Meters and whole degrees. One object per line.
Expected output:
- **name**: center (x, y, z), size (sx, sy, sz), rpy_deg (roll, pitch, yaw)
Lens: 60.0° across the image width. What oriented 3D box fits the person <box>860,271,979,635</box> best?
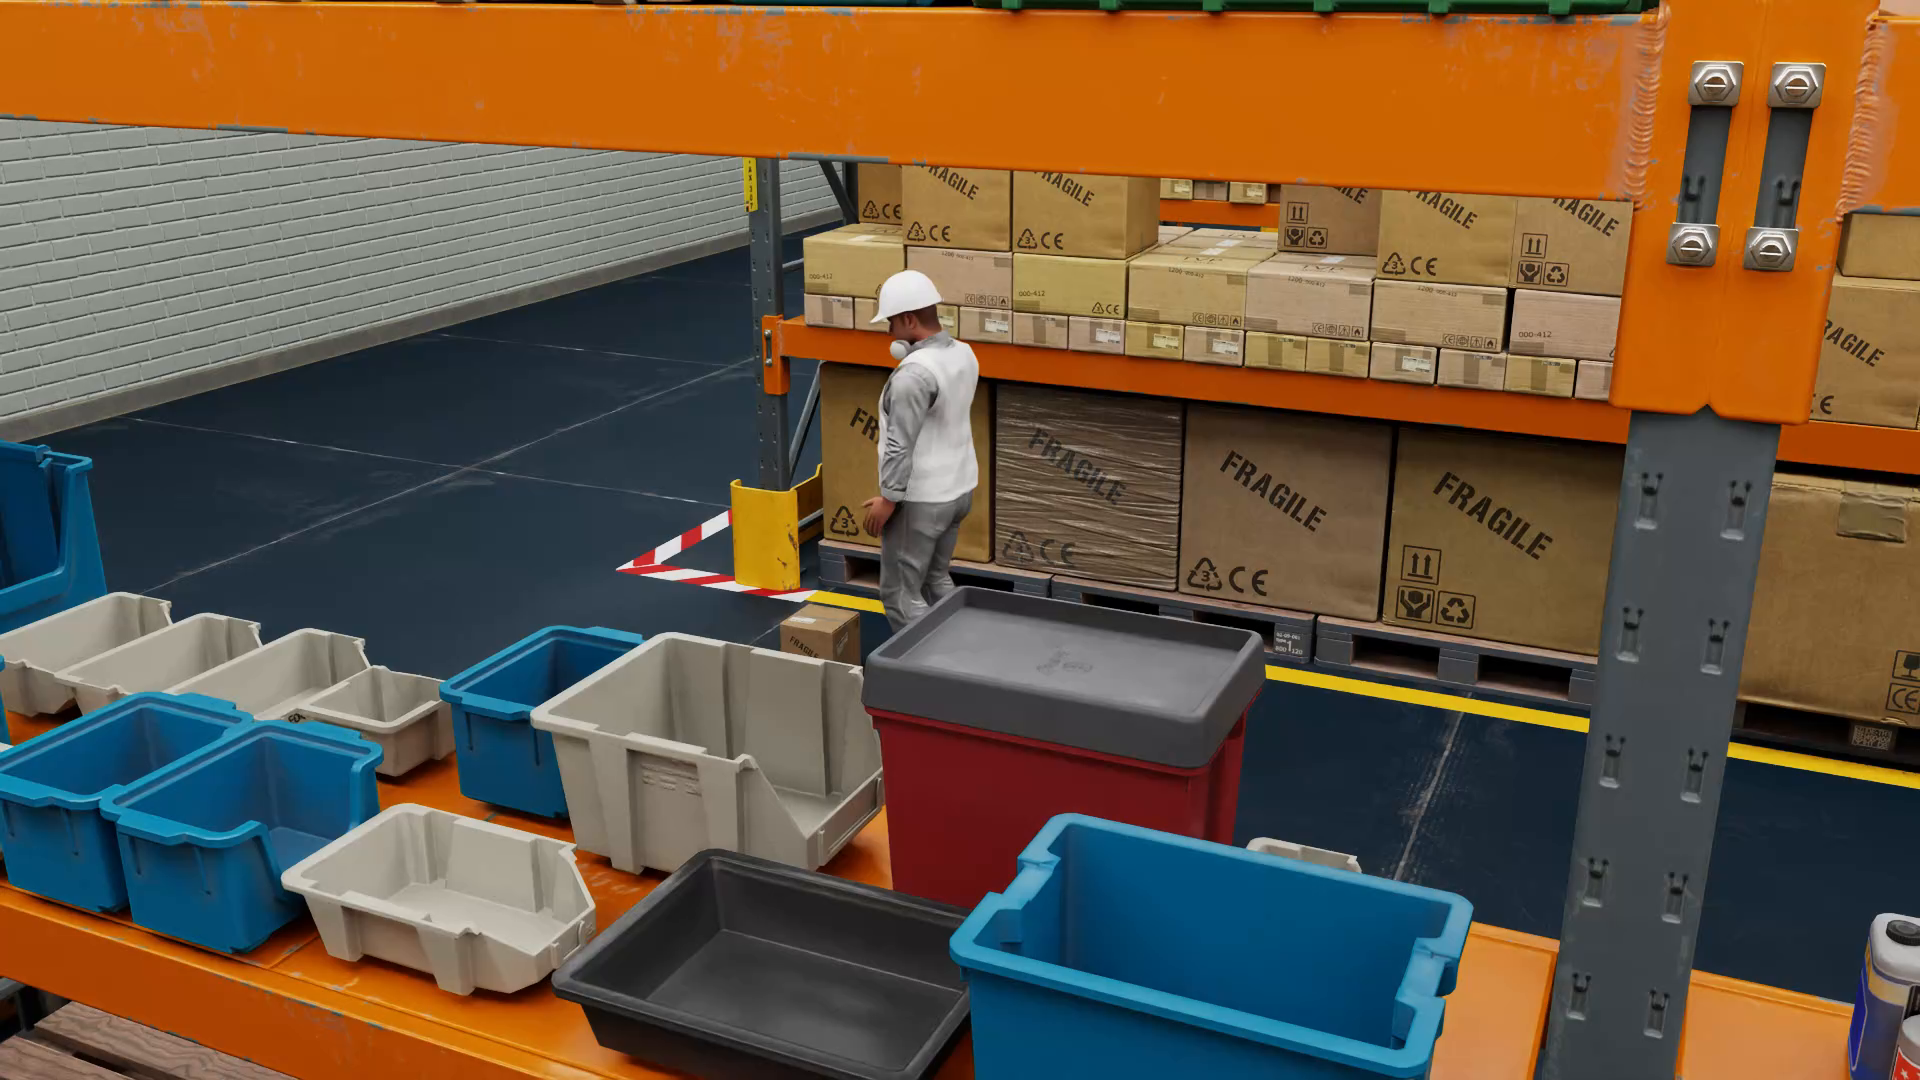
- **person**: center (-0.157, -0.188, 6.617), size (0.400, 1.753, 0.543), rpy_deg (9, 21, 24)
